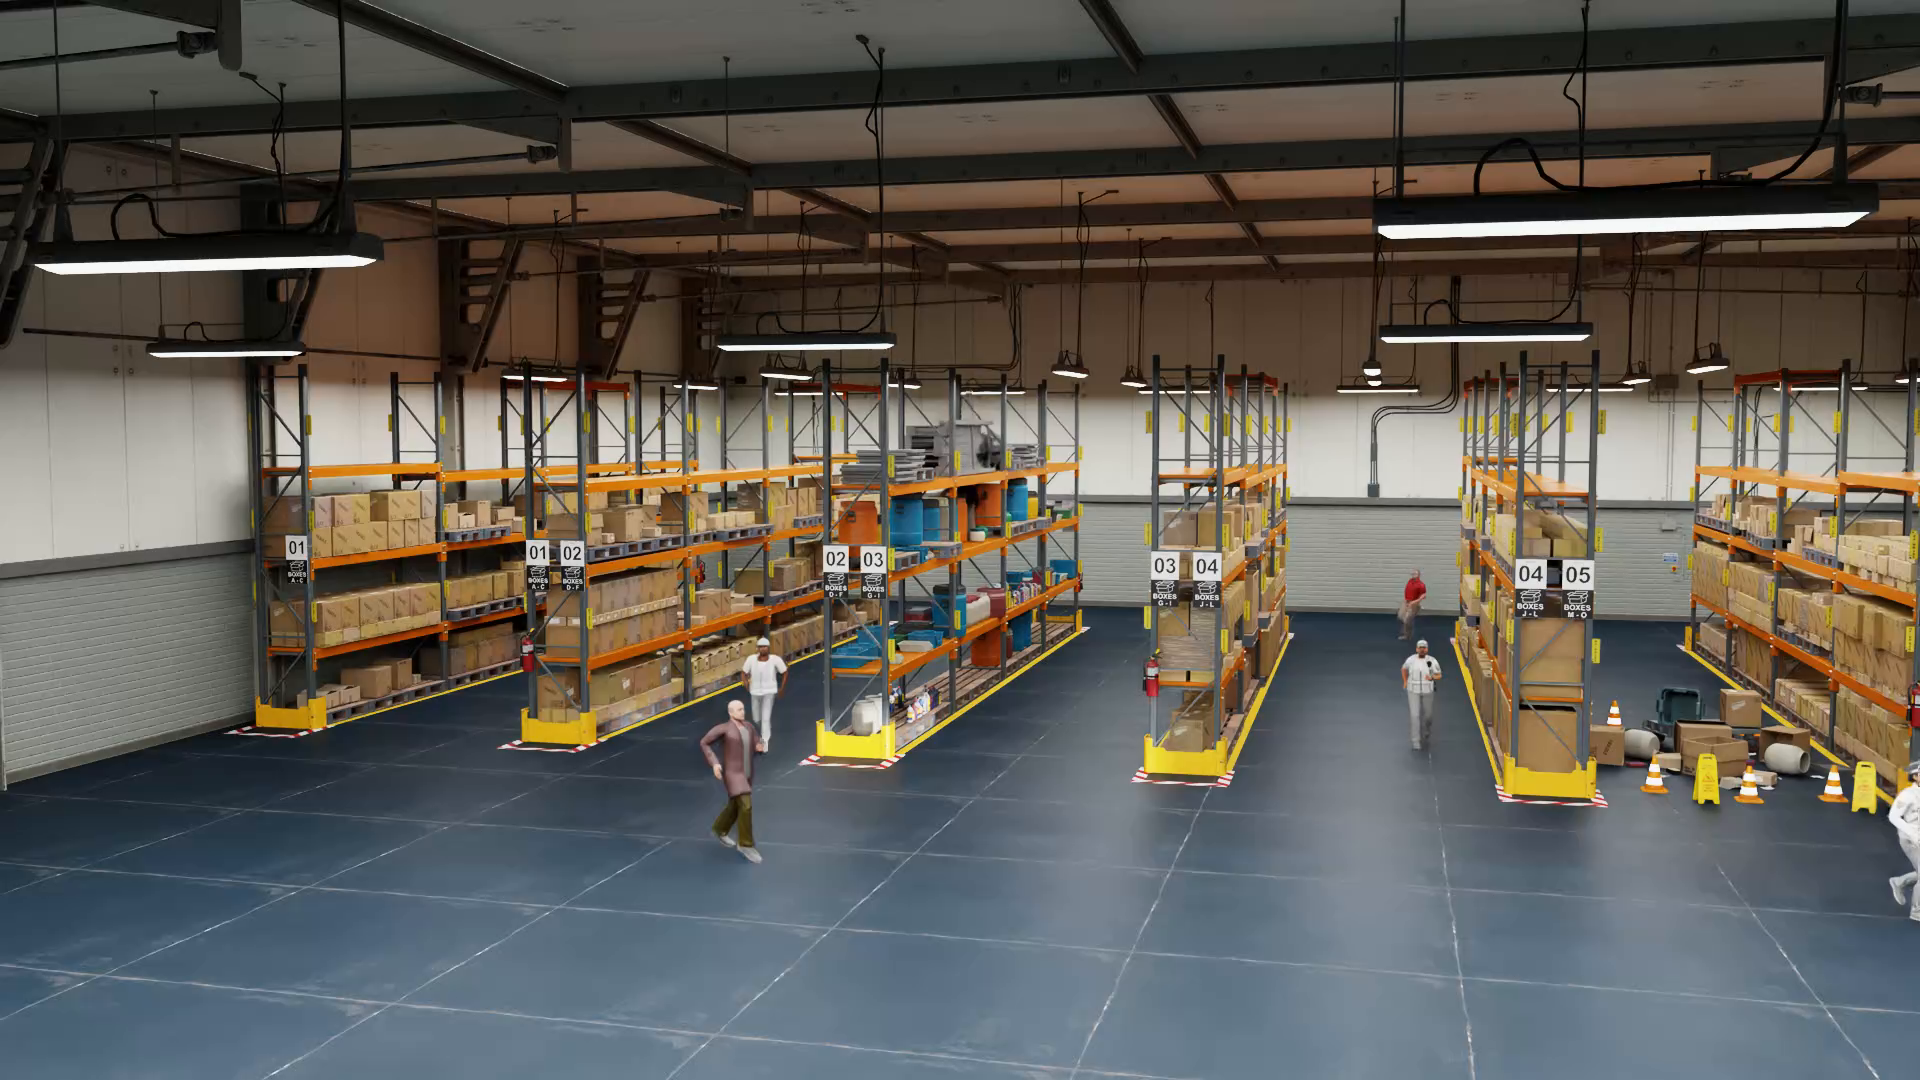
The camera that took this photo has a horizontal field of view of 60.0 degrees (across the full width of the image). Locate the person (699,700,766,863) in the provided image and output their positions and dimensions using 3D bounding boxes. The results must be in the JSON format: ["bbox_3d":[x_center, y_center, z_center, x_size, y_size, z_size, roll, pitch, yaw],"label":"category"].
[{"bbox_3d":[-2.604,2.772,19.325,0.904,1.837,0.677,2,5,32],"label":"person"}]

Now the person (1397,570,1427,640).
[{"bbox_3d":[10.487,1.514,38.639,0.535,1.650,0.700,-3,5,-33],"label":"person"}]

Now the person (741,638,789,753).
[{"bbox_3d":[-3.034,2.374,25.728,0.739,1.744,0.697,0,4,7],"label":"person"}]

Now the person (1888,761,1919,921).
[{"bbox_3d":[9.641,3.017,16.791,0.606,1.654,0.599,-2,4,-25],"label":"person"}]

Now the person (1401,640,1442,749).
[{"bbox_3d":[7.195,2.377,25.941,0.615,1.643,0.918,1,4,15],"label":"person"}]
